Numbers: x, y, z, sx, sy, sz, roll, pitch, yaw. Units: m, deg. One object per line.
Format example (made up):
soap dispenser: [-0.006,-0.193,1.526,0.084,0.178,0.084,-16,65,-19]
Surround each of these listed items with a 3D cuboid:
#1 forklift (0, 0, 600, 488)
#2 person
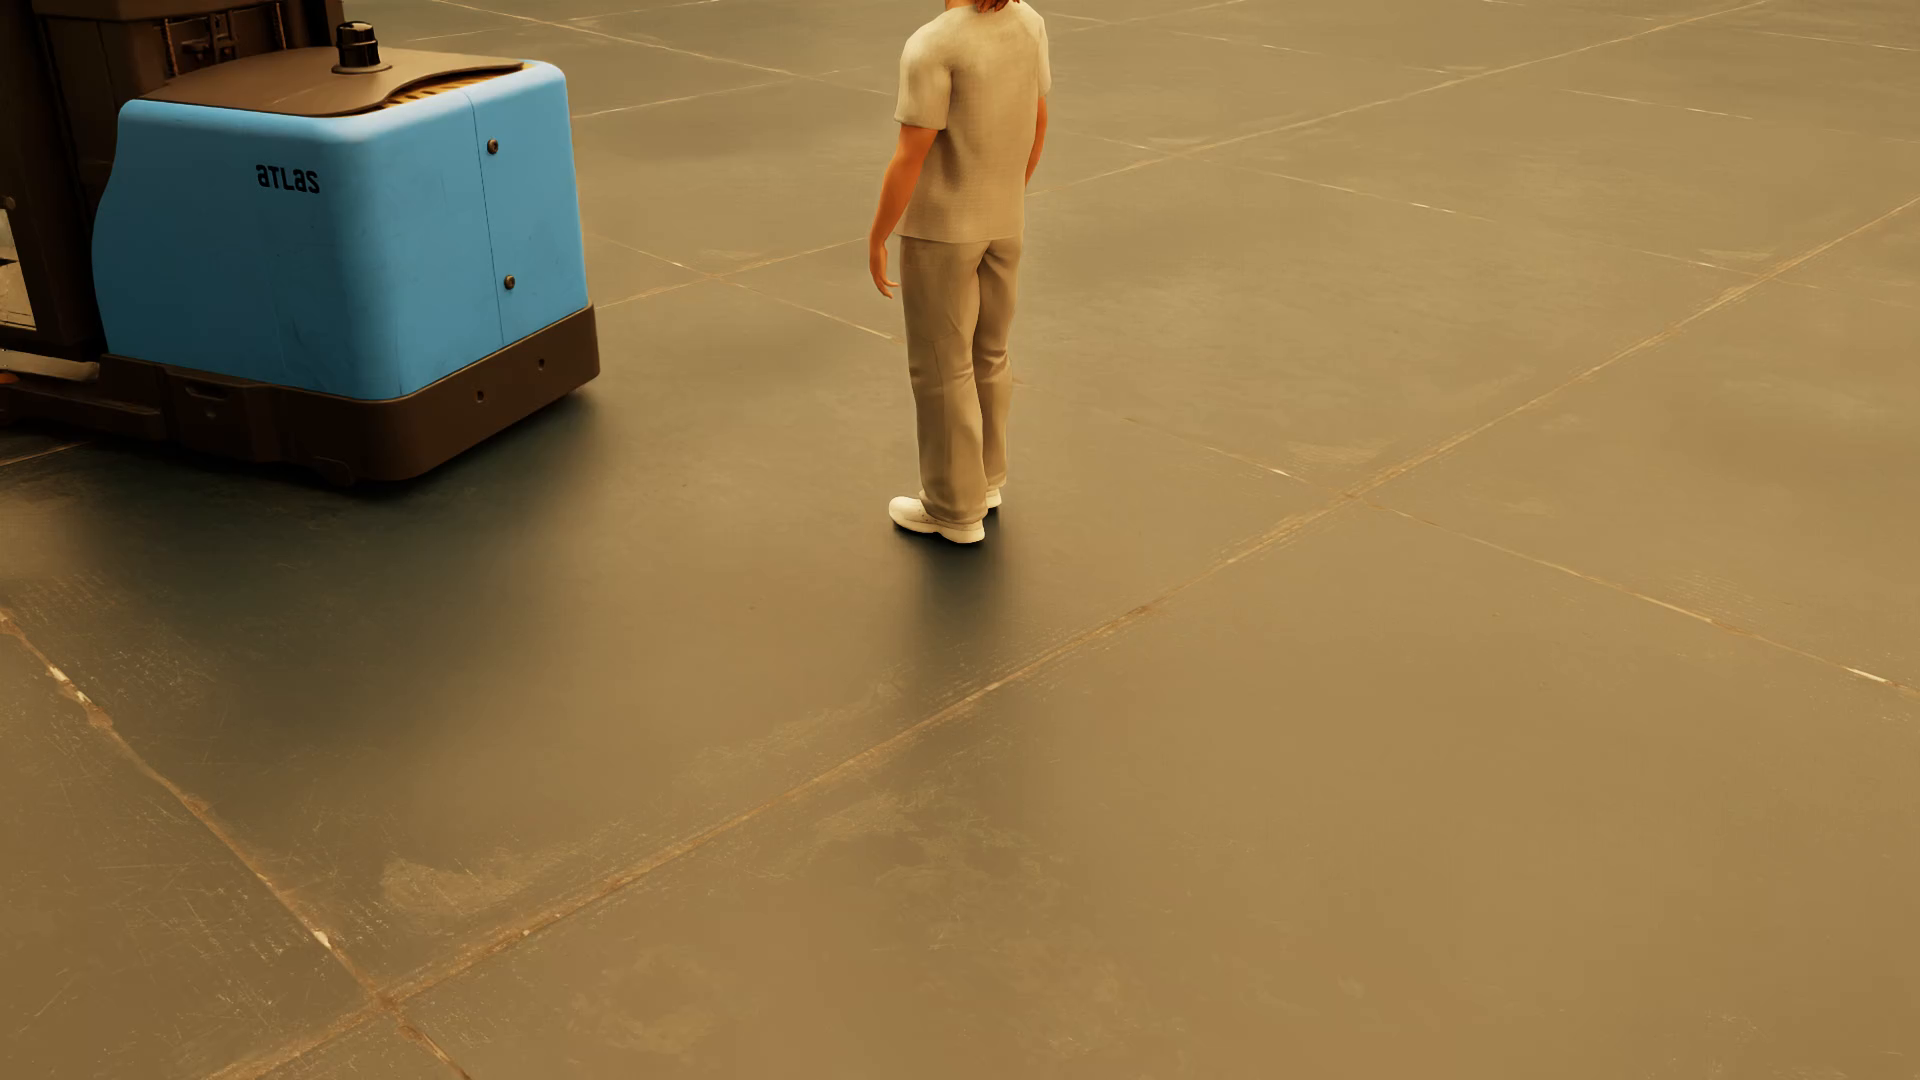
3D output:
forklift: [-2.756,-1.879,5.045,3.031,2.935,1.130,11,28,21]
person: [-0.042,-0.786,4.226,0.549,1.675,0.549,-24,35,-39]
